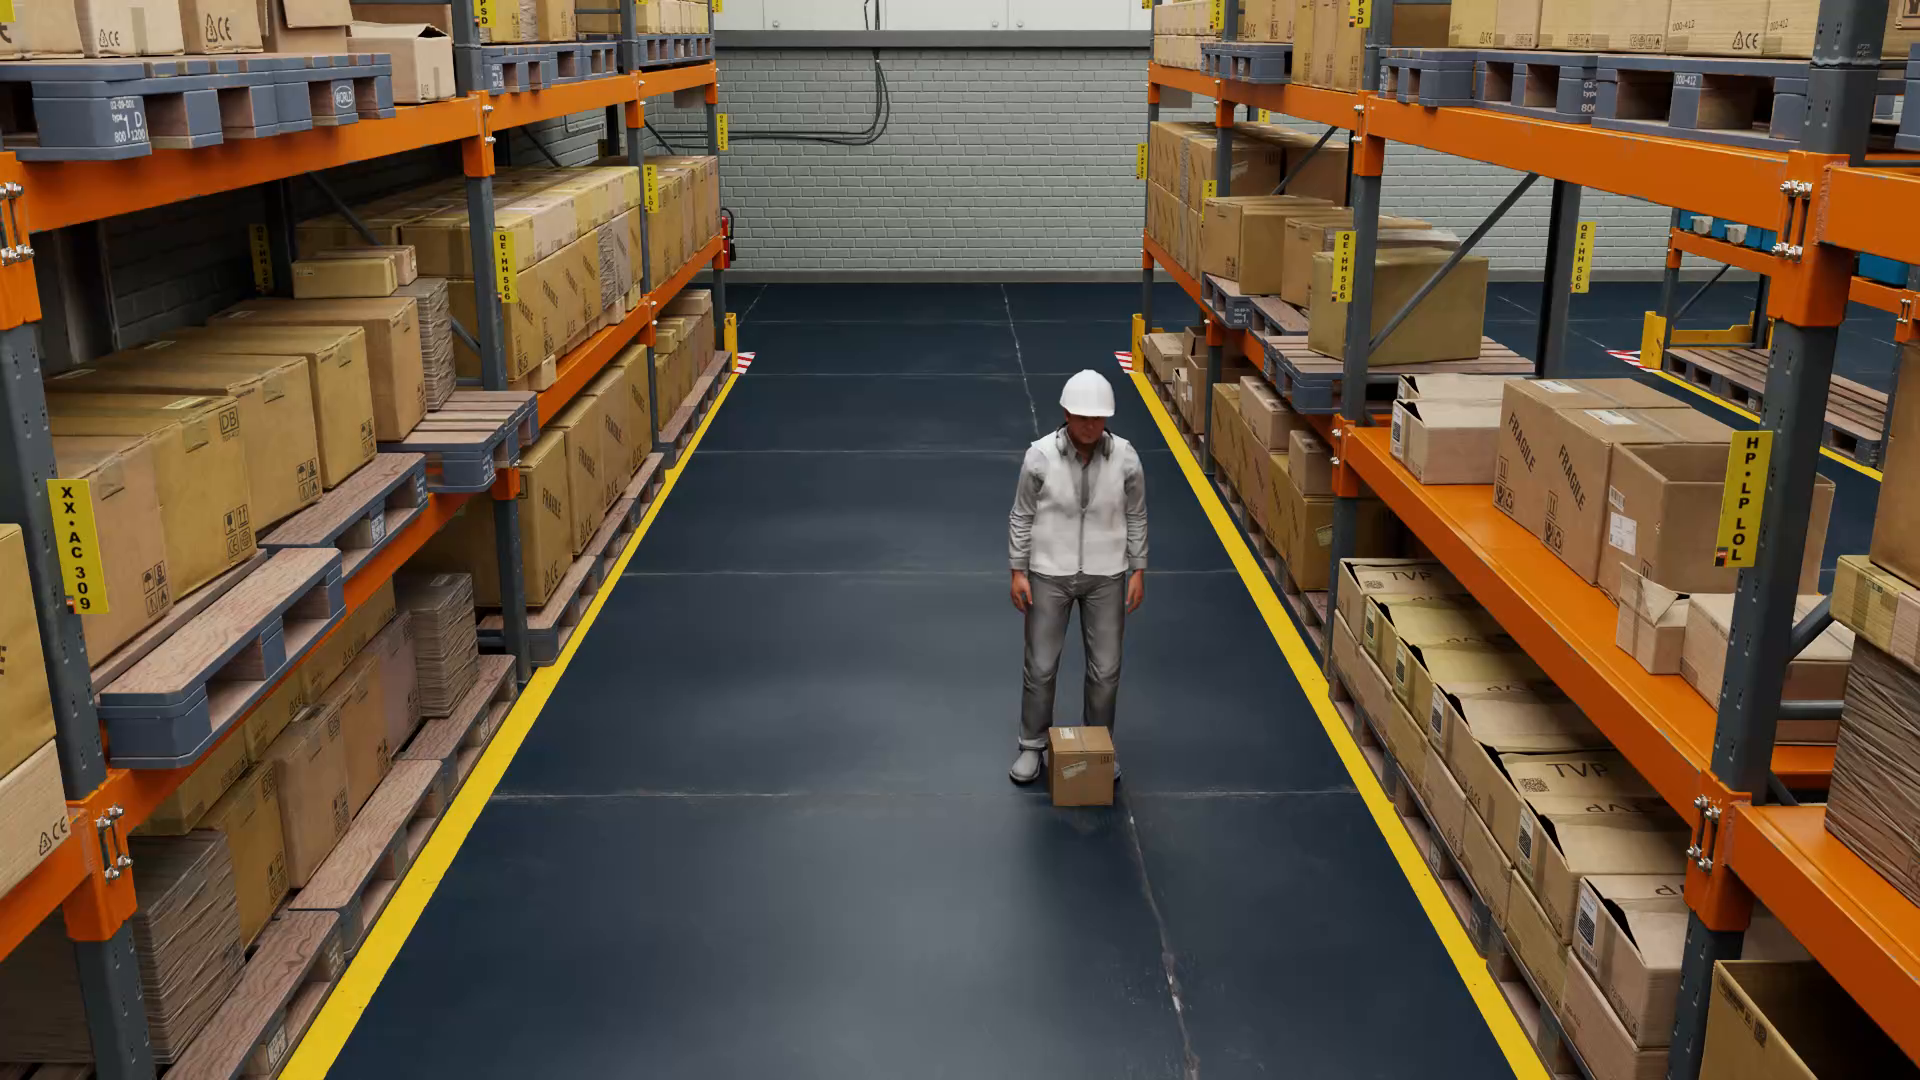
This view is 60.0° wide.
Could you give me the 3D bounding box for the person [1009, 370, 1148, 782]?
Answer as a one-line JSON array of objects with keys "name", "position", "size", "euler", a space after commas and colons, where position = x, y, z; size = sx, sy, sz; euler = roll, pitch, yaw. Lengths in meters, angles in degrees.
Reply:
[{"name": "person", "position": [0.497, 0.149, 7.012], "size": [0.587, 1.771, 0.466], "euler": [-1, 17, -2]}]
